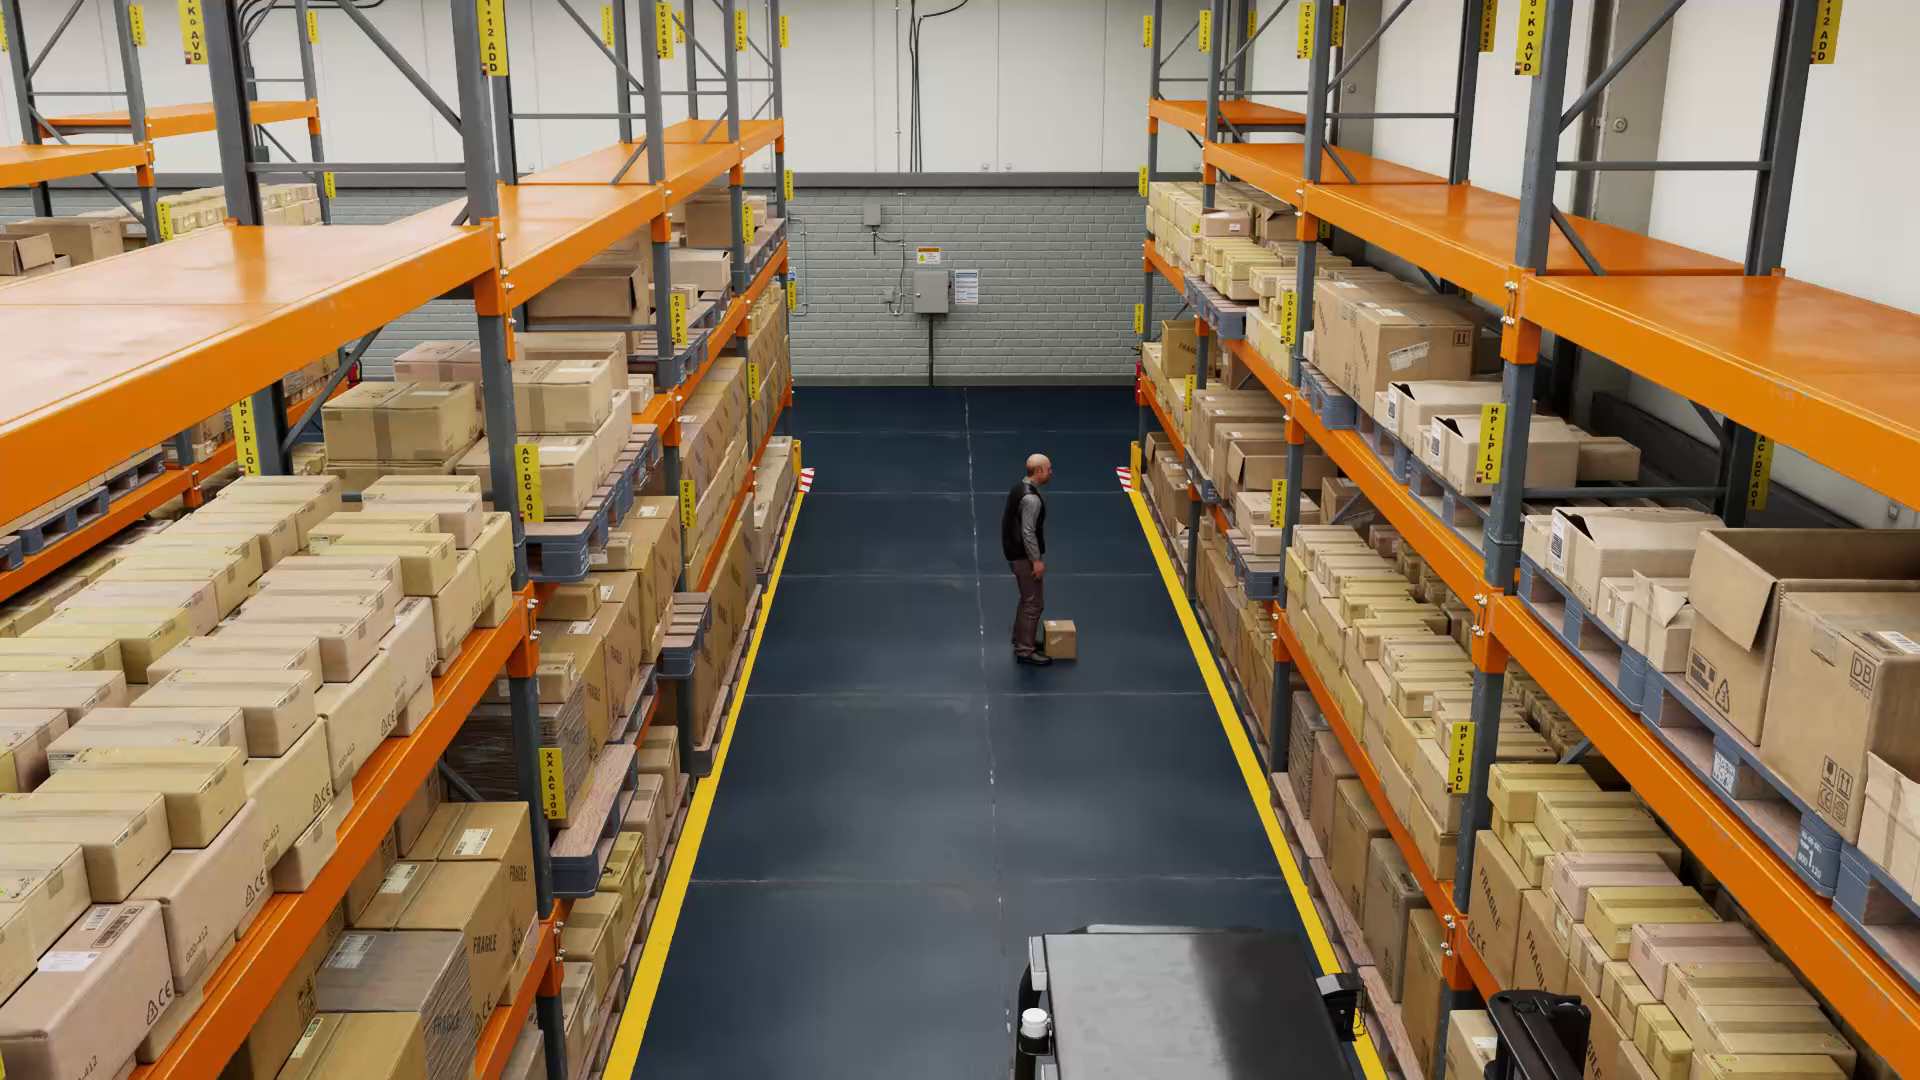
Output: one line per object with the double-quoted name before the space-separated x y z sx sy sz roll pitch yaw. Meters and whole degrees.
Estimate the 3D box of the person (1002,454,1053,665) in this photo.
"person" 0.553 0.133 13.728 0.413 1.721 0.589 -1 17 -2
